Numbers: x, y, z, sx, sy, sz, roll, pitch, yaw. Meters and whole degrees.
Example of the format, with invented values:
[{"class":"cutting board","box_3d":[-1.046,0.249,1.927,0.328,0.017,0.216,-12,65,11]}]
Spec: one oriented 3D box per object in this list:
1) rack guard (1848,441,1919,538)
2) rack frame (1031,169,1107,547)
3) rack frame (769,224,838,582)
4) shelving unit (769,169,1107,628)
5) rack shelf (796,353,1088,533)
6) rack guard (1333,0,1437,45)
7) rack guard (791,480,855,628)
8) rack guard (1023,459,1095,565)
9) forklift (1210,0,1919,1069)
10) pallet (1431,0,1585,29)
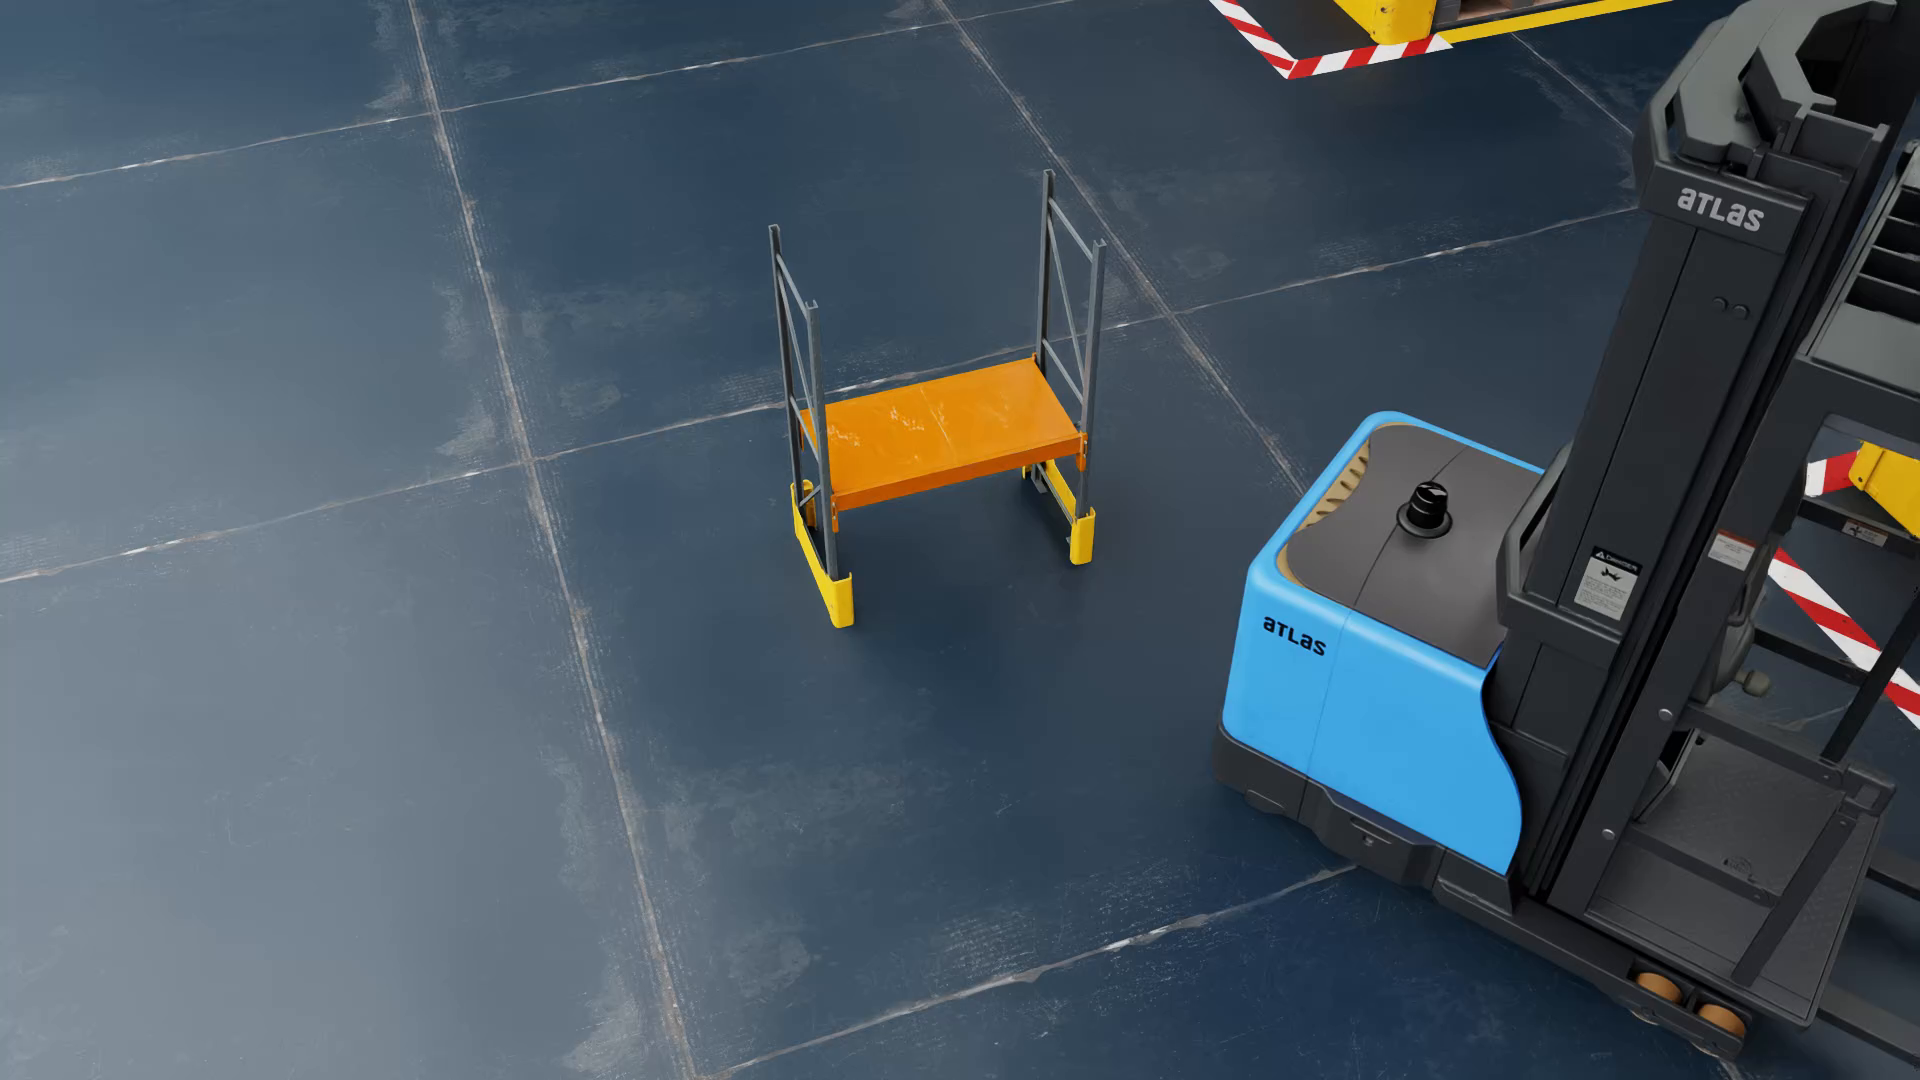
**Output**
[{"class":"rack guard","box_3d":[4.090,-0.116,6.513,0.348,0.500,1.175,-14,47,-14]},{"class":"rack frame","box_3d":[0.398,-0.631,6.320,0.032,1.500,0.500,-14,47,-14]},{"class":"rack frame","box_3d":[-0.558,-0.387,6.077,0.032,1.500,0.500,-14,47,-14]},{"class":"shelving unit","box_3d":[-0.072,-0.511,6.201,1.083,1.500,0.587,-14,47,-14]},{"class":"rack shelf","box_3d":[-0.080,-0.382,6.326,1.000,0.185,0.538,-14,47,-14]},{"class":"rack guard","box_3d":[2.392,-3.447,9.833,0.348,0.500,1.175,-14,47,-14]},{"class":"rack guard","box_3d":[-0.540,0.050,6.524,0.087,0.250,0.587,-14,47,-14]},{"class":"rack guard","box_3d":[0.397,-0.190,6.763,0.087,0.250,0.587,-14,47,-14]},{"class":"forklift","box_3d":[2.385,0.131,4.550,3.031,2.935,1.130,26,51,24]},{"class":"pallet","box_3d":[3.158,-3.537,10.126,1.213,0.211,1.003,-14,47,-14]}]
